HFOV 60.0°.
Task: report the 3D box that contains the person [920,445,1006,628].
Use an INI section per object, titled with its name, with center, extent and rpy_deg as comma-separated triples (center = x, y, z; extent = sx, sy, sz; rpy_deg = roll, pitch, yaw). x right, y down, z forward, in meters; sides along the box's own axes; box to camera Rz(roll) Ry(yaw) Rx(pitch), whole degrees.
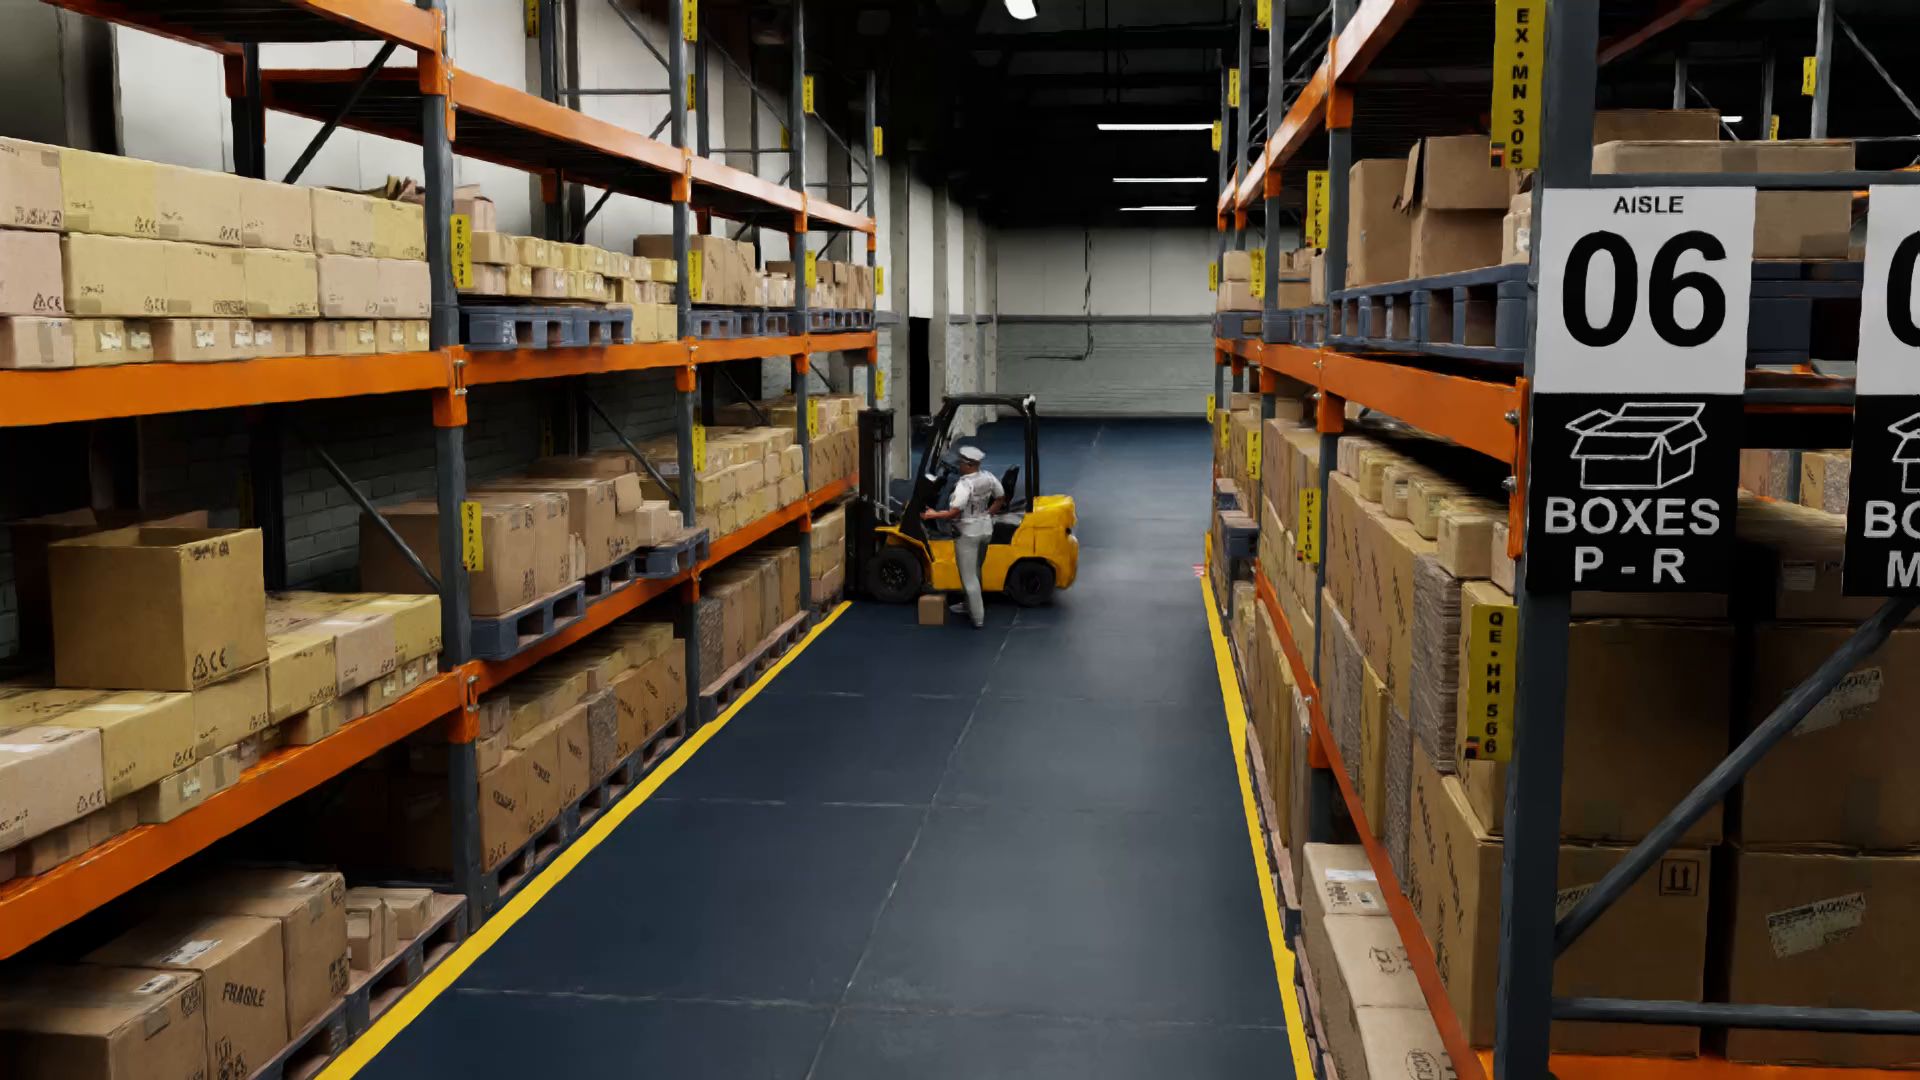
[person]
center = 0.021, -0.042, 16.206
extent = 0.770, 1.784, 0.763
rpy_deg = 6, 10, 38
